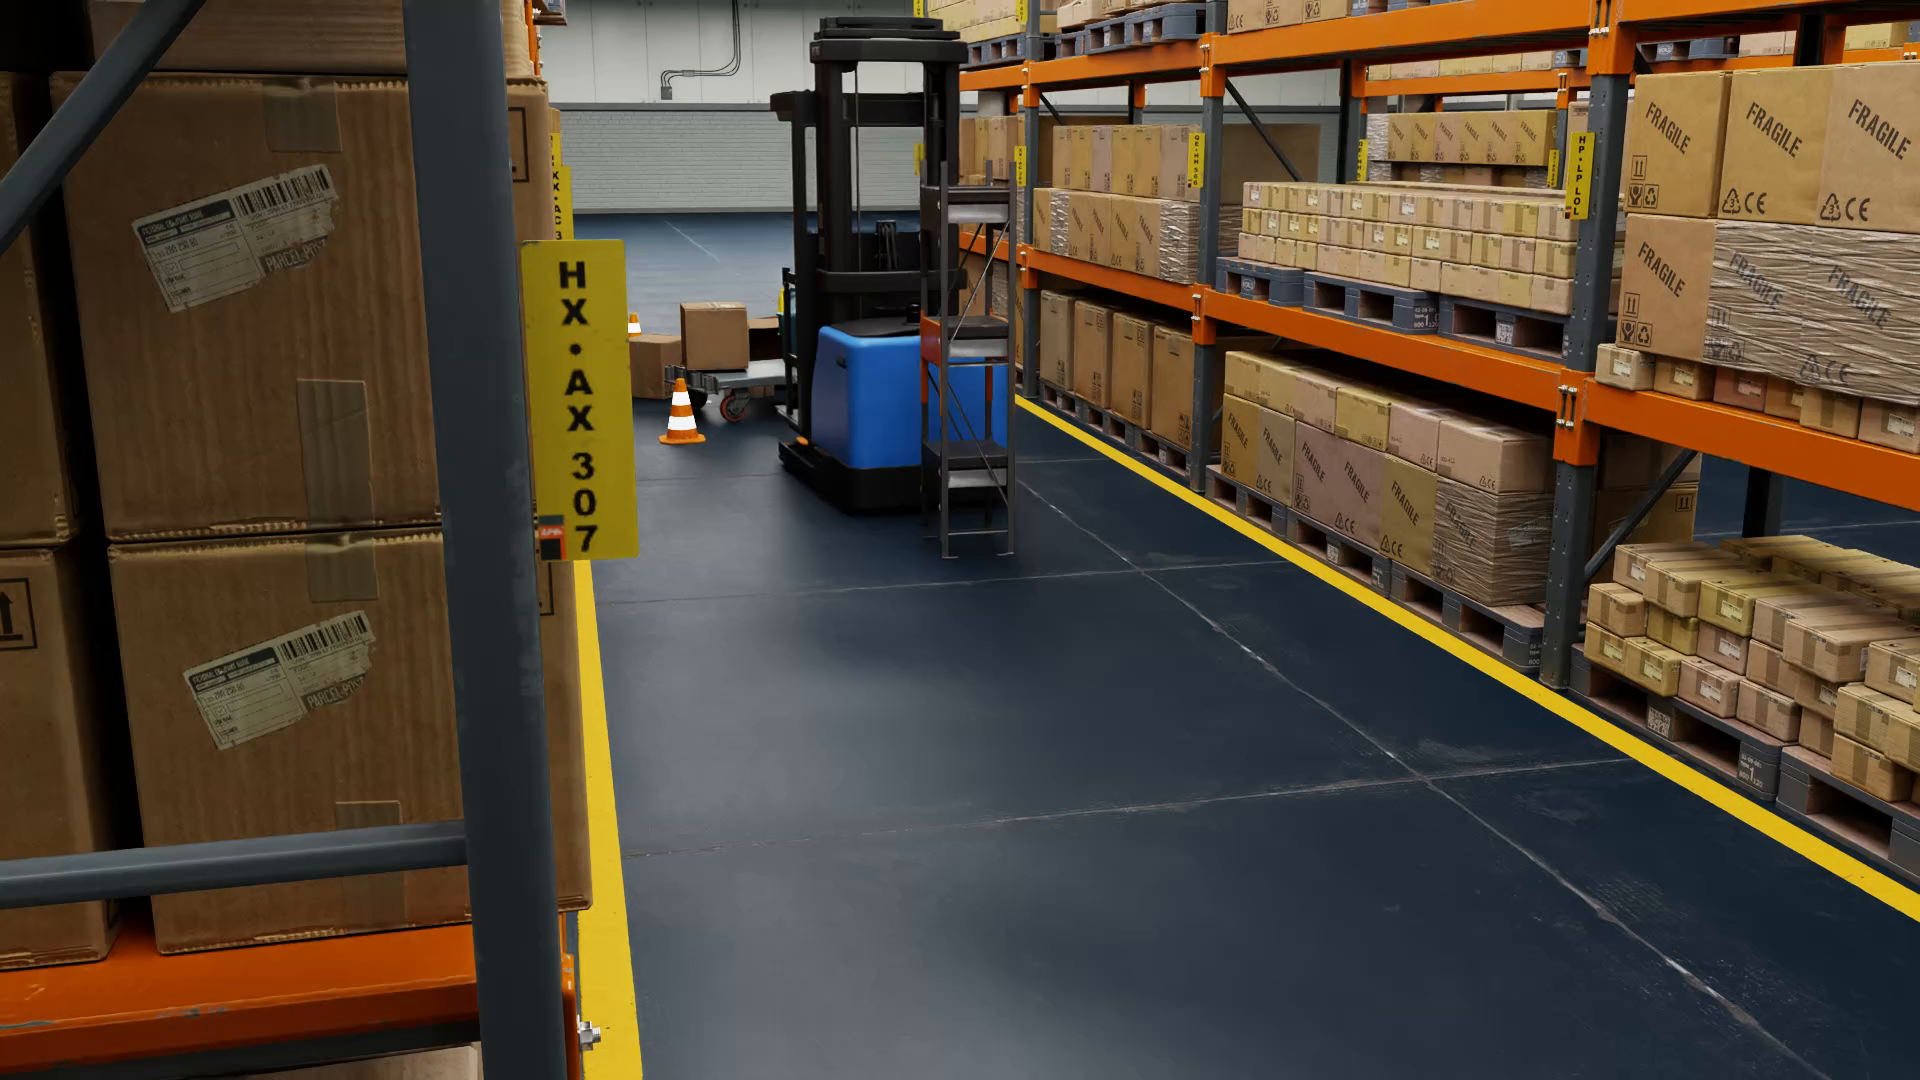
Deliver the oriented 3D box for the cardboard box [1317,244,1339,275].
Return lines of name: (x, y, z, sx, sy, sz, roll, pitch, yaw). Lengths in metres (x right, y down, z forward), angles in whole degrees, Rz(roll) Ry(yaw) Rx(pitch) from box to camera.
cardboard box: (2.151, -1.514, 8.949, 0.380, 0.149, 0.250, -3, 14, -11)

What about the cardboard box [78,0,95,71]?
cardboard box: (-0.869, -0.653, 2.095, 0.380, 0.149, 0.250, -3, 14, -12)

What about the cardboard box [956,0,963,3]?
cardboard box: (0.173, -5.227, 15.934, 0.380, 0.149, 0.250, -3, 14, -14)

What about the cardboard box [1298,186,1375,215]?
cardboard box: (2.086, -1.868, 9.144, 0.380, 0.149, 0.250, -4, 14, -16)

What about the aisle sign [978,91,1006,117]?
aisle sign: (0.382, -4.936, 17.832, 0.394, 0.787, 0.004, -3, 14, -13)

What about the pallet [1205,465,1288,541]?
pallet: (2.168, -0.259, 10.044, 1.003, 0.211, 1.213, -3, 14, -13)

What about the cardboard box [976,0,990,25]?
cardboard box: (0.447, -4.830, 15.149, 0.500, 0.250, 0.500, -3, 14, -14)

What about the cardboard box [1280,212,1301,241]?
cardboard box: (2.035, -1.774, 9.387, 0.380, 0.149, 0.250, -4, 14, -15)

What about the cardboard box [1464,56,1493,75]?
cardboard box: (5.293, -4.683, 16.273, 0.500, 0.250, 0.500, -3, 14, -14)

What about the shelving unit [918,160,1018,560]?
shelving unit: (0.039, -0.982, 9.022, 0.431, 2.100, 0.503, -3, 14, -13)

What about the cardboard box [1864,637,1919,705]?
cardboard box: (3.127, 0.414, 5.280, 0.380, 0.149, 0.250, -4, 14, -16)

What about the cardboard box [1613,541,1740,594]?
cardboard box: (2.804, 0.111, 6.520, 0.380, 0.149, 0.250, -3, 14, -11)

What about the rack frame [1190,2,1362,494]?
rack frame: (1.985, -1.794, 10.451, 1.000, 3.000, 0.127, -3, 14, -13)

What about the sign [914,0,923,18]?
sign: (-0.434, -5.531, 17.415, 0.100, 0.325, 0.005, -3, 14, -13)

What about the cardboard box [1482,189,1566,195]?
cardboard box: (2.908, -1.719, 8.535, 0.380, 0.149, 0.250, -3, 14, -11)

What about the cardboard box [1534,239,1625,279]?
cardboard box: (2.640, -1.179, 6.950, 0.380, 0.149, 0.250, -3, 14, -11)

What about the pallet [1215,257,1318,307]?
pallet: (2.256, -1.543, 9.825, 1.213, 0.211, 1.003, -3, 14, -13)

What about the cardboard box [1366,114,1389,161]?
cardboard box: (4.816, -4.430, 18.294, 0.500, 0.500, 0.500, -3, 14, -13)

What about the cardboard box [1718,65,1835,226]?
cardboard box: (2.931, -1.314, 5.541, 0.500, 0.500, 0.500, -4, 14, -15)

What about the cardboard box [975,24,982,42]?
cardboard box: (0.349, -4.665, 15.314, 0.380, 0.149, 0.250, -3, 14, -14)

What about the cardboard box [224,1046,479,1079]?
cardboard box: (-1.176, 1.244, 2.527, 0.875, 0.438, 0.875, -4, 14, -15)

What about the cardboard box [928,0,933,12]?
cardboard box: (-0.124, -5.520, 17.135, 0.380, 0.149, 0.250, -3, 14, -13)

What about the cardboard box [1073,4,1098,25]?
cardboard box: (1.048, -4.052, 12.805, 0.250, 0.149, 0.380, -3, 14, -13)

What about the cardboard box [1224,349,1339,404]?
cardboard box: (1.912, -0.976, 9.903, 0.500, 0.250, 0.500, -4, 14, -16)

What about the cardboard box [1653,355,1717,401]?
cardboard box: (2.806, -0.610, 6.135, 0.380, 0.149, 0.250, -3, 14, -12)

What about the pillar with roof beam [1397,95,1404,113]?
pillar with roof beam: (9.171, -14.203, 48.602, 9.100, 9.000, 0.548, -3, 14, -13)

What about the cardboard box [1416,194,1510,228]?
cardboard box: (2.402, -1.563, 7.897, 0.380, 0.149, 0.250, -4, 14, -15)

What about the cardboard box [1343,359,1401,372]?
cardboard box: (2.530, -0.889, 9.549, 0.500, 0.250, 0.500, -3, 14, -12)

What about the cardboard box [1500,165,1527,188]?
cardboard box: (5.762, -3.388, 16.136, 0.875, 0.500, 0.500, -3, 14, -13)

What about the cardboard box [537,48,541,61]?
cardboard box: (-3.794, -4.141, 14.265, 0.380, 0.149, 0.250, -4, 14, -14)

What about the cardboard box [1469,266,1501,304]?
cardboard box: (2.521, -1.152, 7.465, 0.380, 0.149, 0.250, -3, 14, -13)

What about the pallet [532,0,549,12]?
pallet: (-2.334, -2.457, 7.242, 1.003, 0.211, 1.213, -3, 14, -11)

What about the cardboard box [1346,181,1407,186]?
cardboard box: (2.546, -2.078, 10.002, 0.380, 0.149, 0.250, -4, 14, -15)

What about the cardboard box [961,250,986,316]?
cardboard box: (0.539, -2.456, 16.752, 0.875, 0.875, 0.875, -4, 14, -14)

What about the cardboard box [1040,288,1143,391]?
cardboard box: (1.279, -1.690, 13.880, 1.050, 0.750, 0.750, -3, 14, -13)

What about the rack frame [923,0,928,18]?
rack frame: (0.107, -6.554, 17.293, 1.000, 3.000, 0.127, -3, 14, -13)

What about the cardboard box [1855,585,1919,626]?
cardboard box: (3.411, 0.266, 5.887, 0.380, 0.149, 0.250, -3, 14, -11)

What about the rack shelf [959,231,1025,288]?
rack shelf: (0.576, -2.829, 16.202, 1.077, 0.370, 4.000, -3, 14, -13)

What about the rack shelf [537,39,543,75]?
rack shelf: (-3.272, -3.064, 10.844, 1.077, 0.370, 4.000, -3, 14, -13)

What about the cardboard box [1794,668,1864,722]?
cardboard box: (3.040, 0.501, 5.551, 0.380, 0.149, 0.250, -3, 14, -11)

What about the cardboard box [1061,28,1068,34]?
cardboard box: (1.112, -4.583, 14.978, 0.380, 0.149, 0.250, -4, 14, -14)

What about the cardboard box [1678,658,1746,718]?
cardboard box: (2.870, 0.527, 6.071, 0.380, 0.149, 0.250, -3, 14, -13)

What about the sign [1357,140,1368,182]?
sign: (2.511, -2.351, 10.456, 0.100, 0.325, 0.005, -3, 14, -13)

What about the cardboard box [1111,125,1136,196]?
cardboard box: (1.527, -2.785, 12.191, 0.700, 0.500, 0.500, -3, 14, -14)

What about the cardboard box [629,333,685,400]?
cardboard box: (-2.671, -1.528, 14.622, 0.500, 0.500, 0.500, 7, 15, 26)

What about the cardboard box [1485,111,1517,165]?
cardboard box: (5.399, -3.853, 15.933, 0.500, 0.500, 0.500, -3, 14, -13)

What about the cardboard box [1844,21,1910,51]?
cardboard box: (6.480, -3.528, 11.542, 0.500, 0.250, 0.500, -3, 14, -13)

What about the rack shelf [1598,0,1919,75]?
rack shelf: (3.395, -1.518, 4.515, 1.077, 0.370, 4.000, -3, 14, -13)

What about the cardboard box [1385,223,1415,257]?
cardboard box: (2.326, -1.483, 8.193, 0.380, 0.149, 0.250, -3, 14, -13)

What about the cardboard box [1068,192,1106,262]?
cardboard box: (1.142, -2.397, 12.709, 0.500, 0.500, 0.500, -3, 14, -13)

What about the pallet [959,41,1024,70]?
pallet: (0.581, -4.601, 15.807, 1.003, 0.211, 1.213, -3, 14, -13)

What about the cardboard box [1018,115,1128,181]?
cardboard box: (0.993, -3.402, 14.439, 0.875, 0.550, 0.550, -3, 14, -13)

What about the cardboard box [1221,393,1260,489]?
cardboard box: (1.904, -0.607, 9.972, 0.500, 0.500, 0.500, -4, 14, -16)

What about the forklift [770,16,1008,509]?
forklift: (-0.619, -1.916, 11.094, 1.130, 2.935, 3.031, -4, 14, -18)

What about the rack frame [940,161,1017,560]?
rack frame: (0.096, -0.926, 8.791, 0.400, 2.100, 0.015, -3, 14, -13)

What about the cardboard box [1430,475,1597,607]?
cardboard box: (2.506, -0.018, 7.562, 0.500, 0.500, 0.500, -4, 14, -14)
